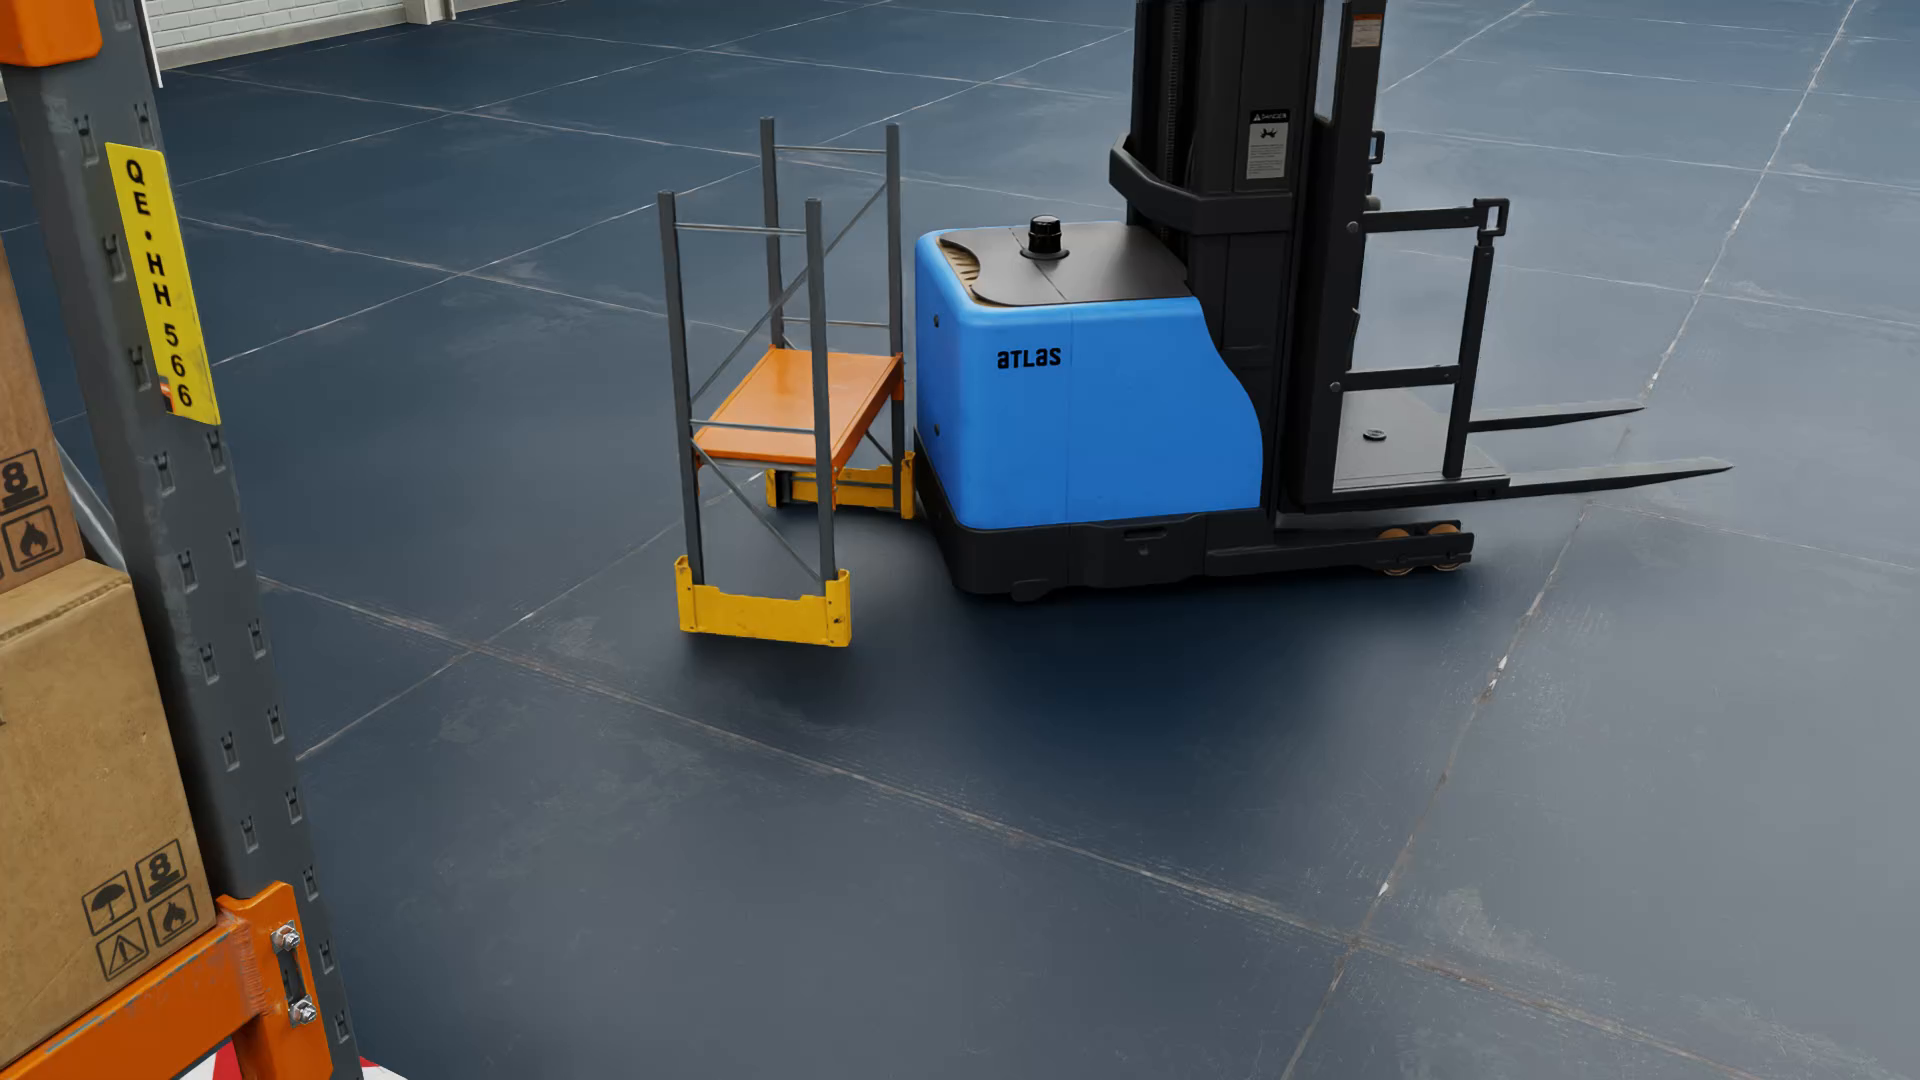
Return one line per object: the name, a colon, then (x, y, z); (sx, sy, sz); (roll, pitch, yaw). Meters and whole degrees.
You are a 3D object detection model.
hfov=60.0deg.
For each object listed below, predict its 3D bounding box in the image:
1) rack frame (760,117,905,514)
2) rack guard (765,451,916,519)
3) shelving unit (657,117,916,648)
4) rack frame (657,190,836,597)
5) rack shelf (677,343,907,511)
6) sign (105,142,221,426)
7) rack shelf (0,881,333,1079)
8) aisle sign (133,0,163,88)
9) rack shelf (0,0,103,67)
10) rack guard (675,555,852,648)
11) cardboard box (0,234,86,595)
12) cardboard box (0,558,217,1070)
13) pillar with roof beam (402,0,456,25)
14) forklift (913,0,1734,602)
rack frame: (-0.460, -0.800, 6.173); (0.500, 1.500, 0.032); (5, 27, 10)
rack guard: (-0.463, -0.233, 6.436); (0.587, 0.250, 0.087); (5, 27, 10)
shelving unit: (-0.560, -0.573, 5.719); (0.587, 1.500, 1.083); (5, 27, 10)
rack frame: (-0.657, -0.354, 5.281); (0.500, 1.500, 0.032); (5, 27, 10)
rack shelf: (-0.558, -0.416, 5.808); (0.538, 0.185, 1.000); (5, 27, 10)
sign: (-0.922, -0.292, 1.924); (0.100, 0.325, 0.005); (14, 30, 26)
rack shelf: (-2.372, 1.308, 1.089); (1.077, 0.370, 4.000); (14, 30, 26)
aisle sign: (-1.092, -0.917, 1.827); (0.394, 0.787, 0.004); (14, 30, 26)
rack shelf: (-2.372, -0.033, 0.418); (1.077, 0.370, 4.000); (14, 30, 26)
rack guard: (-0.657, 0.204, 5.562); (0.587, 0.250, 0.087); (5, 27, 10)
cardboard box: (-1.604, -0.207, 1.938); (0.875, 0.550, 0.550); (14, 30, 26)
cardboard box: (-1.531, 0.295, 2.143); (0.875, 0.550, 0.550); (14, 30, 26)
pillar with roof beam: (-1.547, -8.274, 12.725); (9.100, 9.000, 0.400); (14, 30, 26)
forklift: (1.389, -1.409, 5.790); (3.031, 2.935, 1.130); (-5, 27, -10)
